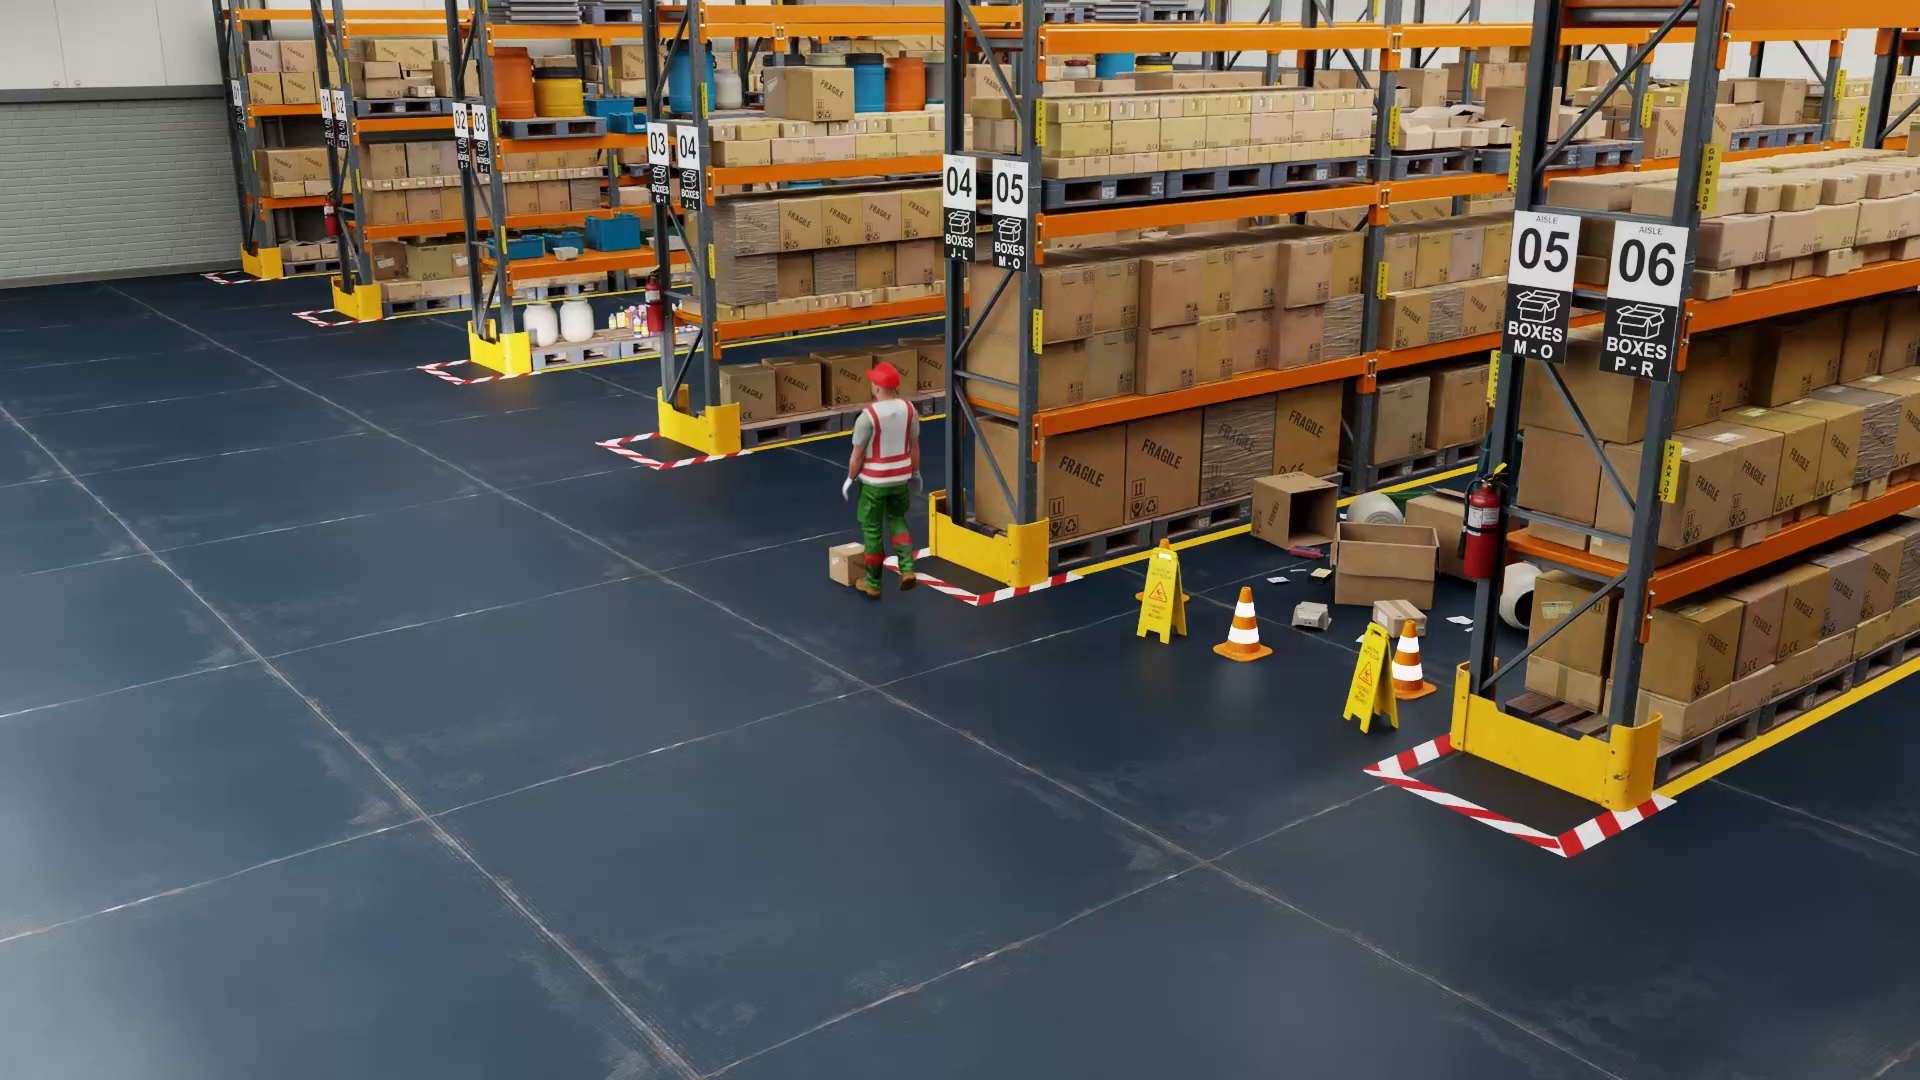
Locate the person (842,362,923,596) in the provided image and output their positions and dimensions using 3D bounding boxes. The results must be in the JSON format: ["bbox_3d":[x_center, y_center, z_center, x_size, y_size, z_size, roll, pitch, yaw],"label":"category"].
[{"bbox_3d":[-0.587,-0.454,12.358,0.599,1.797,0.496,-10,20,-30],"label":"person"}]
